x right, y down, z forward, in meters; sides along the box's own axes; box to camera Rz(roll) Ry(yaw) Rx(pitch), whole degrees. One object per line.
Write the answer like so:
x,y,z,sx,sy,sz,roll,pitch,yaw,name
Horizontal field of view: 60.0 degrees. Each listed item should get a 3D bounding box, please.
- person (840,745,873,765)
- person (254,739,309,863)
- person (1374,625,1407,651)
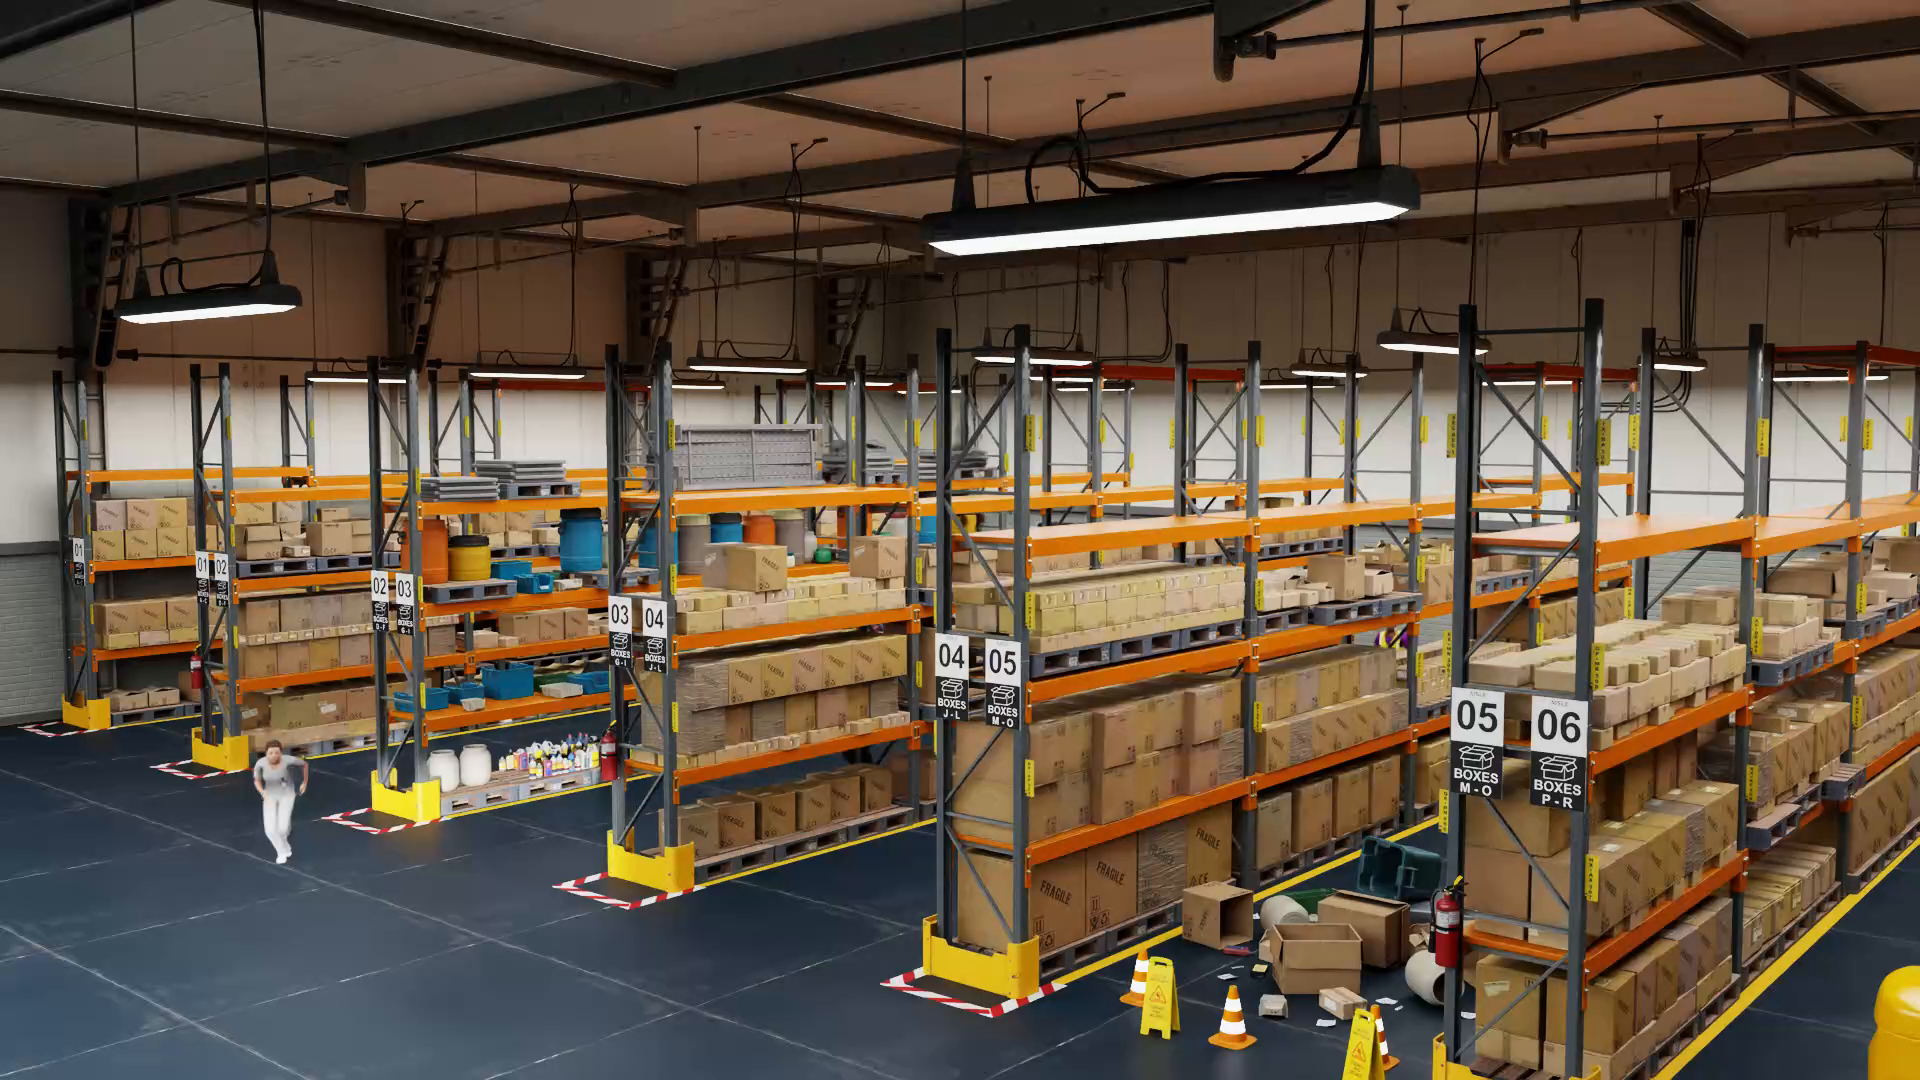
-1.430,2.632,23.434,0.680,1.656,0.691,3,5,33,person
-7.889,3.031,19.362,0.574,1.513,0.796,-1,4,-14,person
7.475,2.199,28.806,0.722,1.764,0.898,2,5,27,person
